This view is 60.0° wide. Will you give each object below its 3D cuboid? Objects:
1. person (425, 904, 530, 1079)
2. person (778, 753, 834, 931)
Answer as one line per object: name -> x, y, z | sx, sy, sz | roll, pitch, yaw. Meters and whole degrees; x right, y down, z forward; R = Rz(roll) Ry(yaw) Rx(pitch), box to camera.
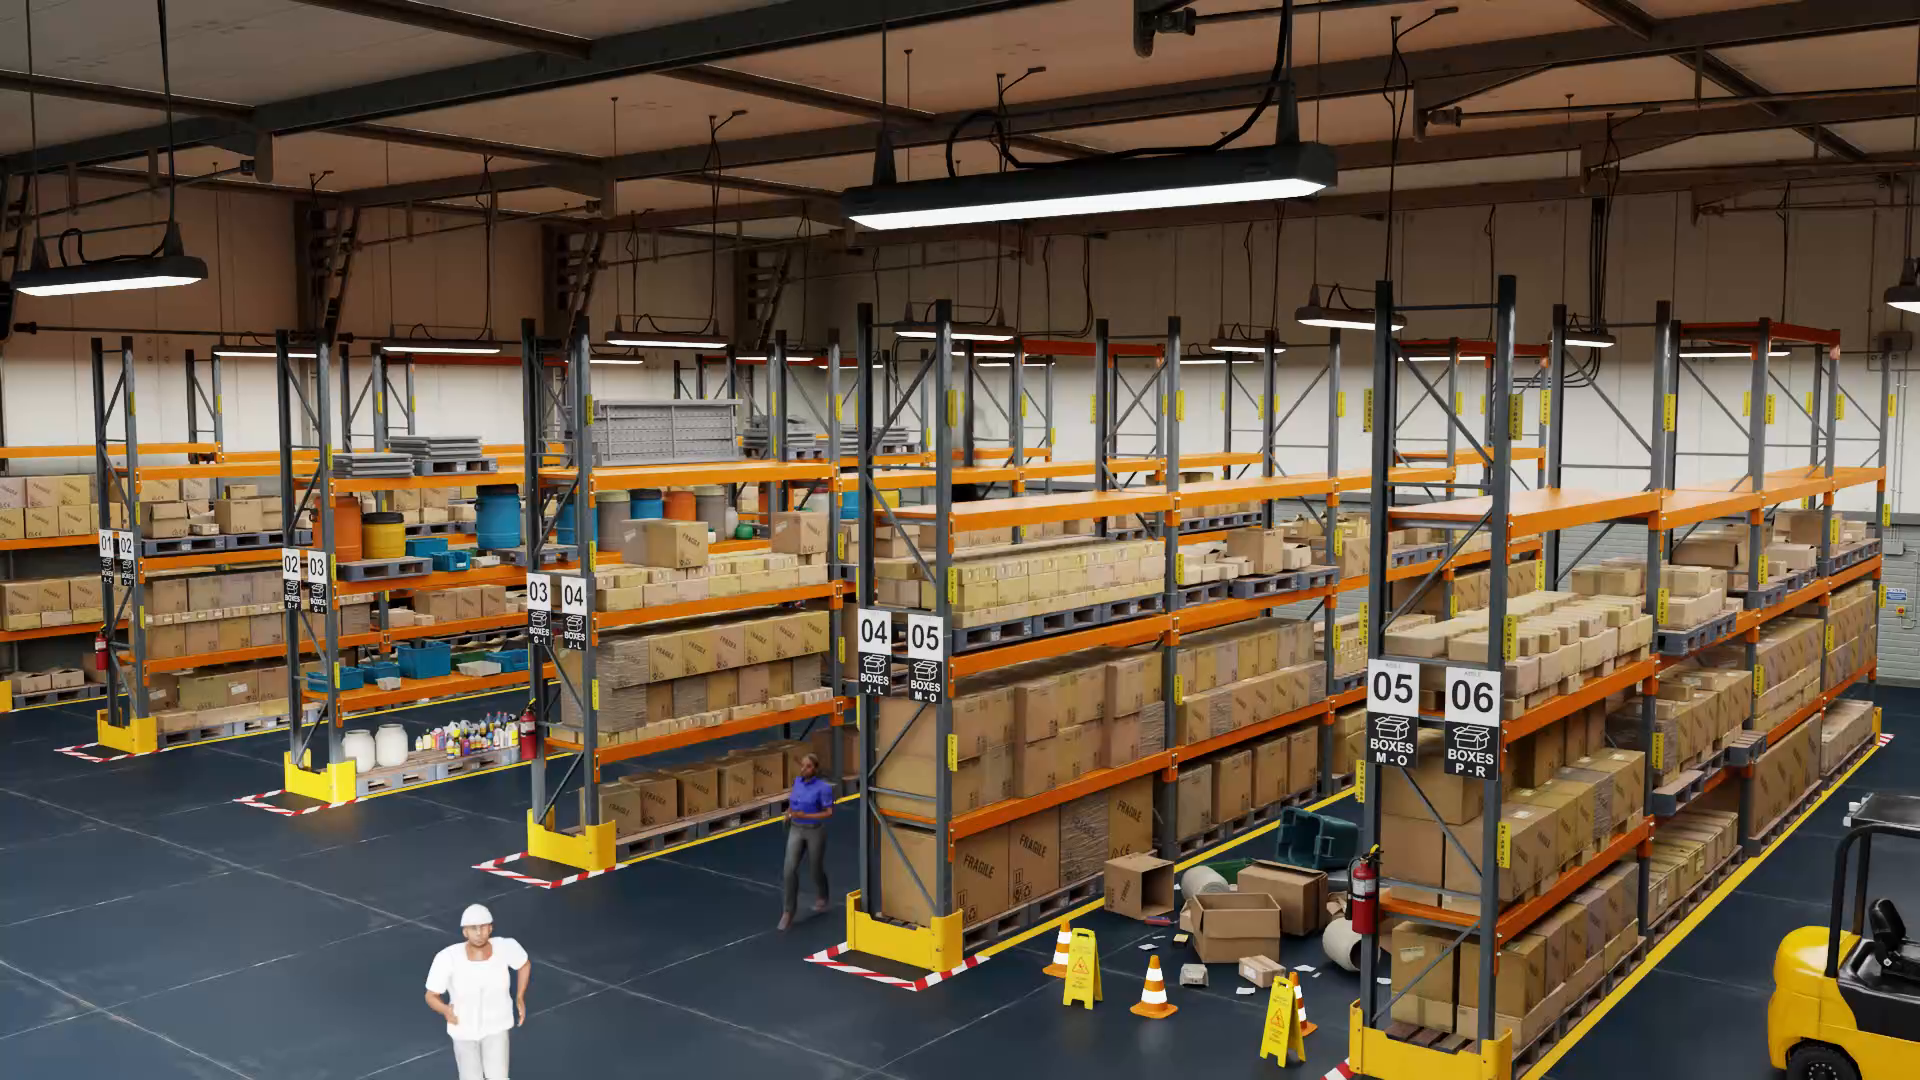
person -> -3.231, 3.330, 11.173 | 0.679, 1.802, 0.733 | -1, 5, -14
person -> -1.481, 2.936, 16.318 | 0.593, 1.698, 0.775 | 2, 5, 19
